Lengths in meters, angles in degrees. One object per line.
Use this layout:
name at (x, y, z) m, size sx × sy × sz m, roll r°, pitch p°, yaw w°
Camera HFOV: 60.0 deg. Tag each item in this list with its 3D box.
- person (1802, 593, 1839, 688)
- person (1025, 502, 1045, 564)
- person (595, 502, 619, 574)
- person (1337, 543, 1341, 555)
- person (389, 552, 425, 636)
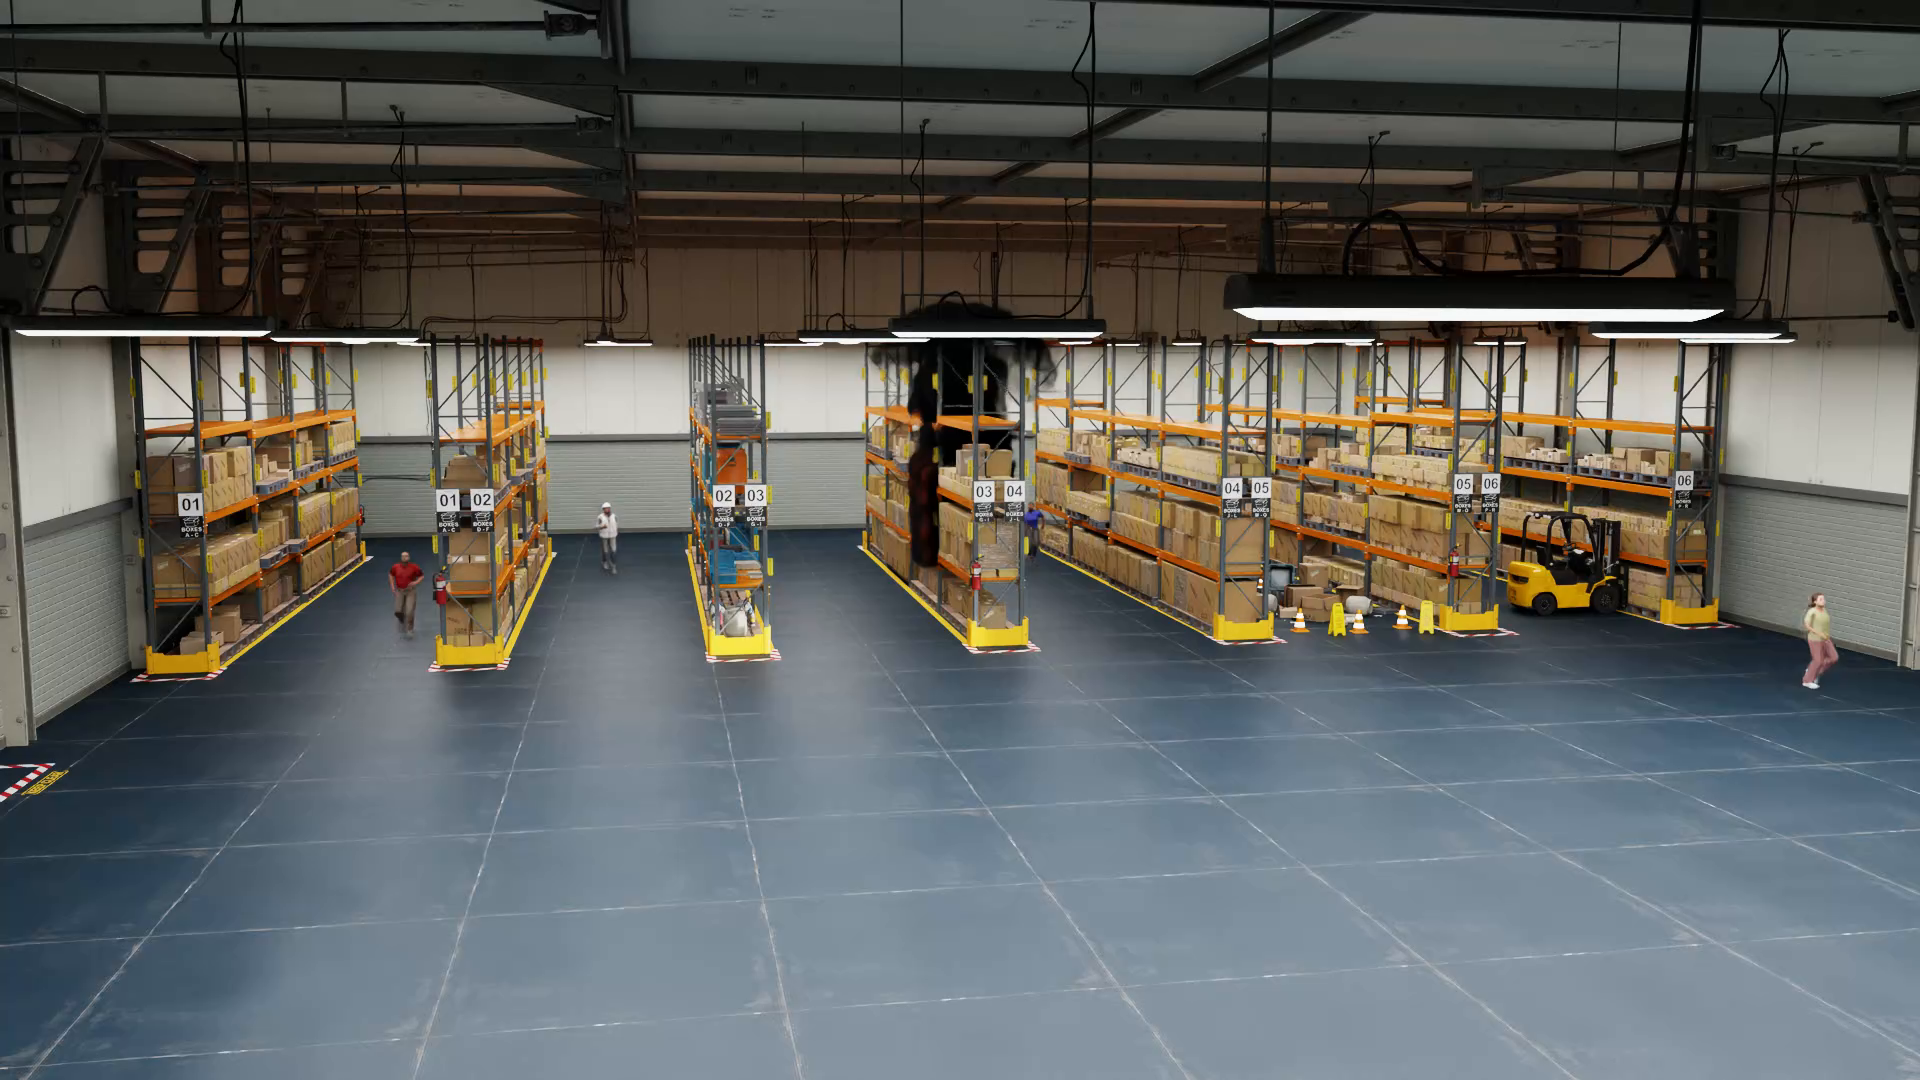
person at (14.530, 1.702, 28.088) m, size 0.590 × 1.628 × 0.537 m, roll -3°, pitch 7°, yaw -26°
person at (1.899, -0.184, 43.239) m, size 0.595 × 1.634 × 0.785 m, roll 0°, pitch 7°, yaw 4°
person at (-9.068, -0.061, 42.789) m, size 0.648 × 1.824 × 0.858 m, roll -3°, pitch 7°, yaw -21°
person at (10.125, -0.237, 44.608) m, size 0.699 × 1.715 × 0.616 m, roll -2°, pitch 7°, yaw -17°
person at (-11.067, 1.079, 33.213) m, size 0.710 × 1.697 × 0.563 m, roll -1°, pitch 7°, yaw -7°
